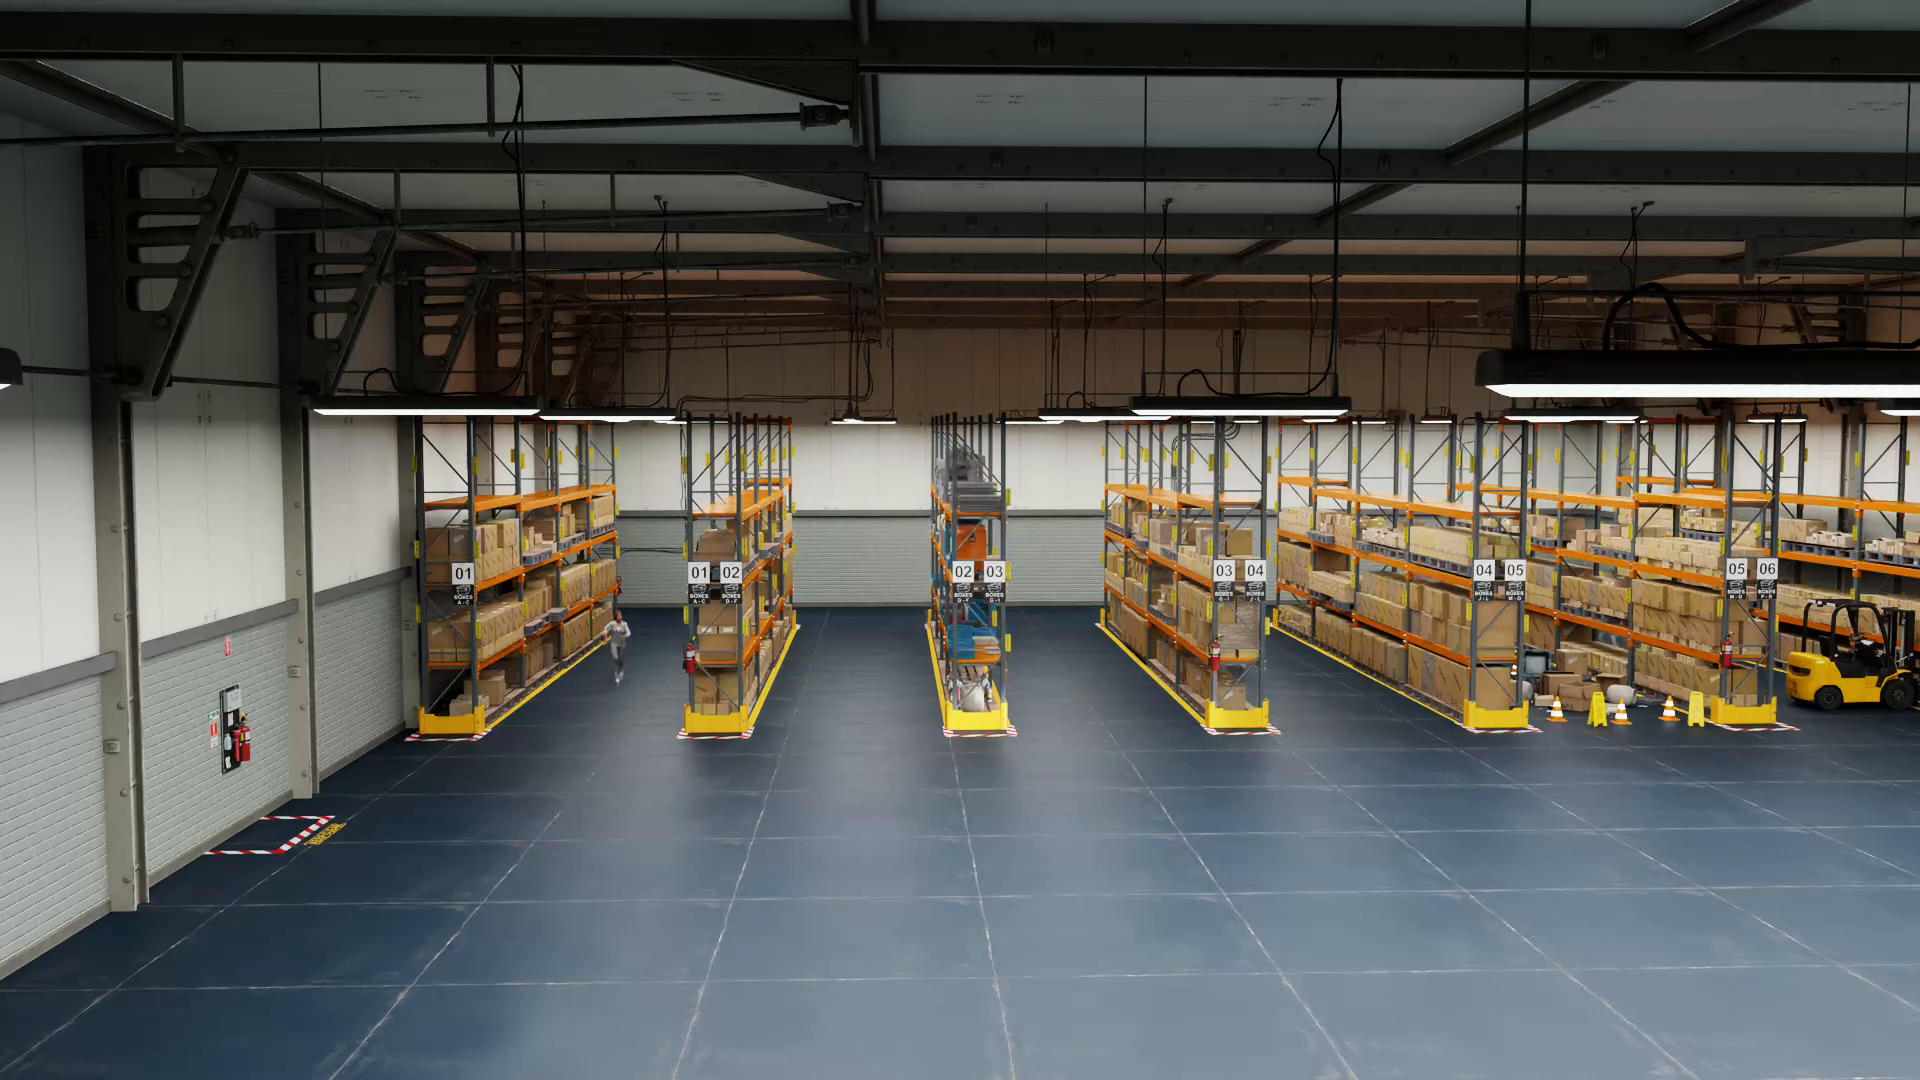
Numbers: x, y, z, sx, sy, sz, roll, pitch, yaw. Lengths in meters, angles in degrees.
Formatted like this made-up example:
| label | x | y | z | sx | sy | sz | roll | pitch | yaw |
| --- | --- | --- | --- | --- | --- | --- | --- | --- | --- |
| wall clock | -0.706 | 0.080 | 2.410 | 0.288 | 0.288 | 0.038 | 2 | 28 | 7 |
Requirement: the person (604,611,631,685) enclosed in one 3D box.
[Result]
| label | x | y | z | sx | sy | sz | roll | pitch | yaw |
| --- | --- | --- | --- | --- | --- | --- | --- | --- | --- |
| person | -7.668 | 2.387 | 37.232 | 0.571 | 1.621 | 0.854 | -1 | 4 | -17 |

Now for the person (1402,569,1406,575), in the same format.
| label | x | y | z | sx | sy | sz | roll | pitch | yaw |
| --- | --- | --- | --- | --- | --- | --- | --- | --- | --- |
| person | 13.112 | 1.534 | 49.117 | 0.731 | 1.767 | 0.642 | 0 | 4 | -5 |

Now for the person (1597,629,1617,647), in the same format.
| label | x | y | z | sx | sy | sz | roll | pitch | yaw |
| --- | --- | --- | --- | --- | --- | --- | --- | --- | --- |
| person | 16.597 | 2.000 | 42.409 | 0.624 | 1.667 | 0.883 | -1 | 4 | -13 |

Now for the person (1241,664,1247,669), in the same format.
| label | x | y | z | sx | sy | sz | roll | pitch | yaw |
| --- | --- | --- | --- | --- | --- | --- | --- | --- | --- |
| person | 6.674 | 2.169 | 39.288 | 0.728 | 1.749 | 0.677 | 0 | 4 | 1 |
